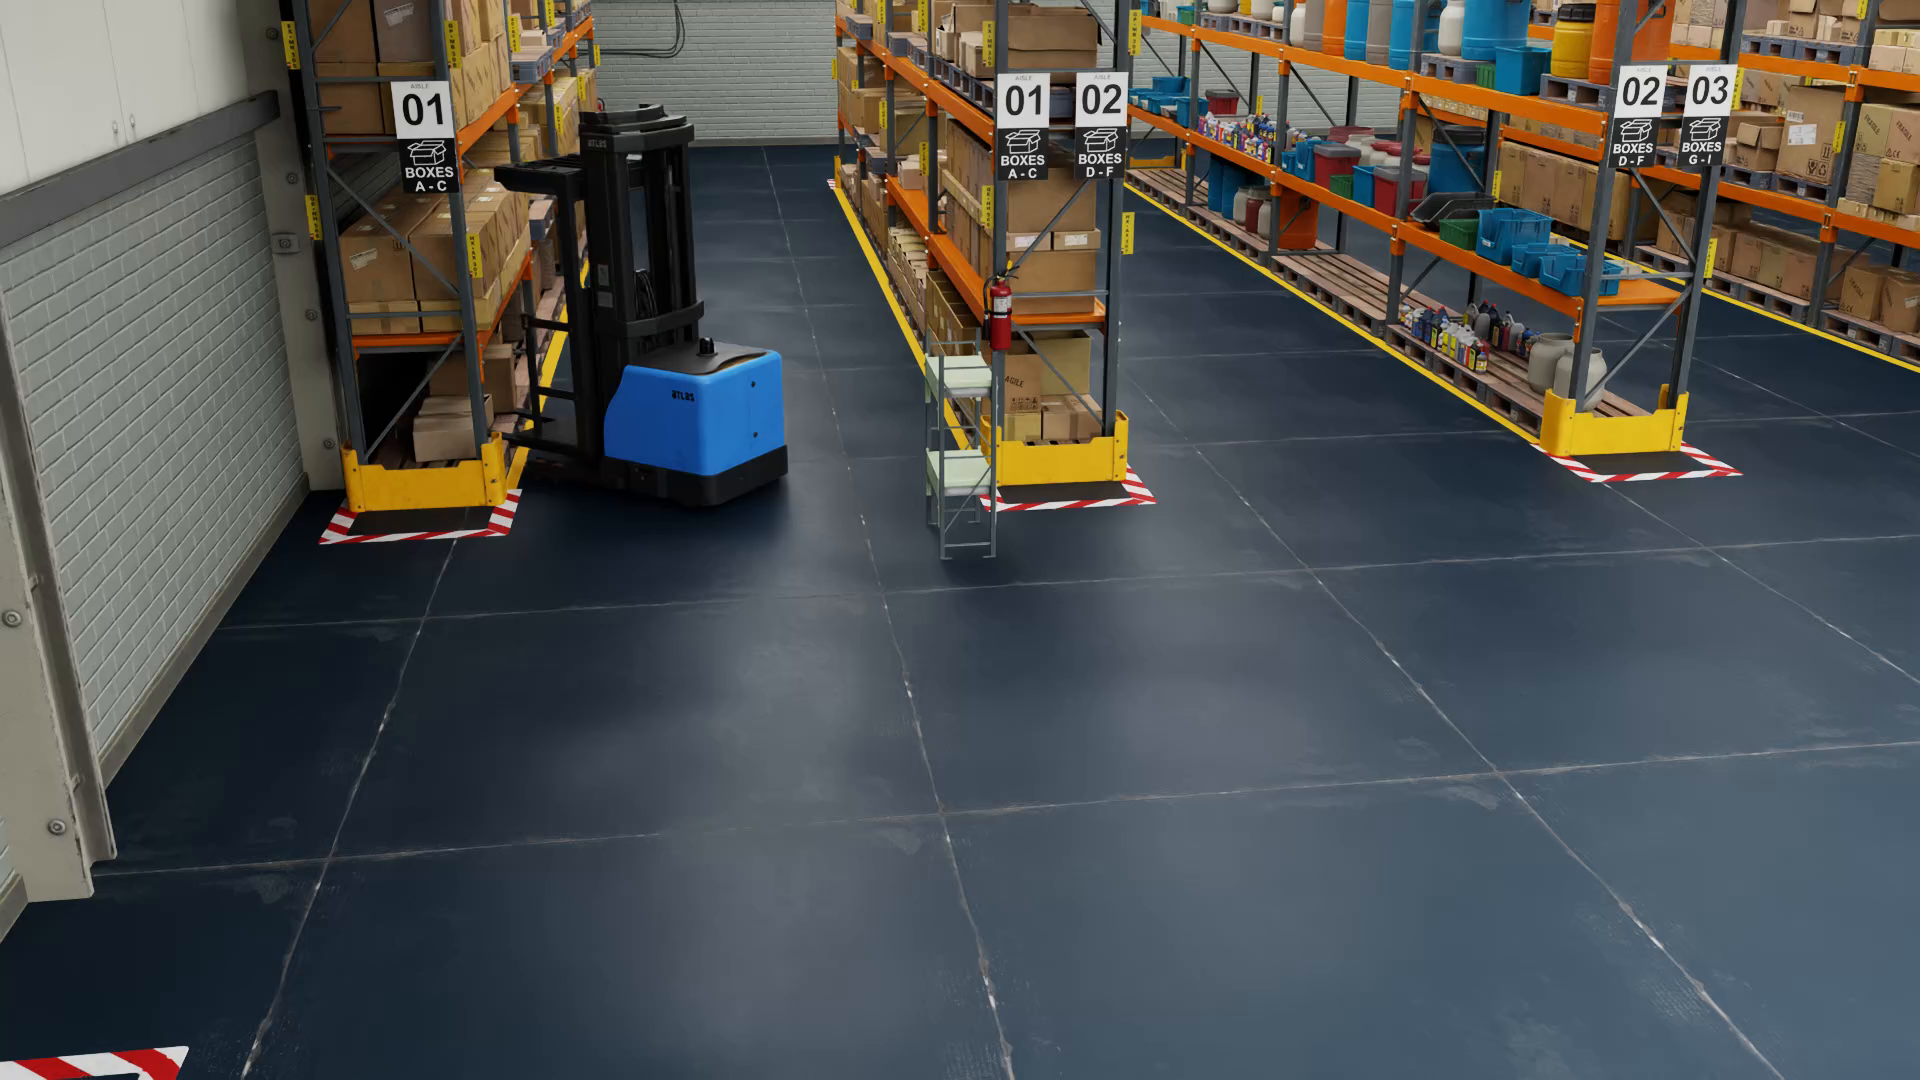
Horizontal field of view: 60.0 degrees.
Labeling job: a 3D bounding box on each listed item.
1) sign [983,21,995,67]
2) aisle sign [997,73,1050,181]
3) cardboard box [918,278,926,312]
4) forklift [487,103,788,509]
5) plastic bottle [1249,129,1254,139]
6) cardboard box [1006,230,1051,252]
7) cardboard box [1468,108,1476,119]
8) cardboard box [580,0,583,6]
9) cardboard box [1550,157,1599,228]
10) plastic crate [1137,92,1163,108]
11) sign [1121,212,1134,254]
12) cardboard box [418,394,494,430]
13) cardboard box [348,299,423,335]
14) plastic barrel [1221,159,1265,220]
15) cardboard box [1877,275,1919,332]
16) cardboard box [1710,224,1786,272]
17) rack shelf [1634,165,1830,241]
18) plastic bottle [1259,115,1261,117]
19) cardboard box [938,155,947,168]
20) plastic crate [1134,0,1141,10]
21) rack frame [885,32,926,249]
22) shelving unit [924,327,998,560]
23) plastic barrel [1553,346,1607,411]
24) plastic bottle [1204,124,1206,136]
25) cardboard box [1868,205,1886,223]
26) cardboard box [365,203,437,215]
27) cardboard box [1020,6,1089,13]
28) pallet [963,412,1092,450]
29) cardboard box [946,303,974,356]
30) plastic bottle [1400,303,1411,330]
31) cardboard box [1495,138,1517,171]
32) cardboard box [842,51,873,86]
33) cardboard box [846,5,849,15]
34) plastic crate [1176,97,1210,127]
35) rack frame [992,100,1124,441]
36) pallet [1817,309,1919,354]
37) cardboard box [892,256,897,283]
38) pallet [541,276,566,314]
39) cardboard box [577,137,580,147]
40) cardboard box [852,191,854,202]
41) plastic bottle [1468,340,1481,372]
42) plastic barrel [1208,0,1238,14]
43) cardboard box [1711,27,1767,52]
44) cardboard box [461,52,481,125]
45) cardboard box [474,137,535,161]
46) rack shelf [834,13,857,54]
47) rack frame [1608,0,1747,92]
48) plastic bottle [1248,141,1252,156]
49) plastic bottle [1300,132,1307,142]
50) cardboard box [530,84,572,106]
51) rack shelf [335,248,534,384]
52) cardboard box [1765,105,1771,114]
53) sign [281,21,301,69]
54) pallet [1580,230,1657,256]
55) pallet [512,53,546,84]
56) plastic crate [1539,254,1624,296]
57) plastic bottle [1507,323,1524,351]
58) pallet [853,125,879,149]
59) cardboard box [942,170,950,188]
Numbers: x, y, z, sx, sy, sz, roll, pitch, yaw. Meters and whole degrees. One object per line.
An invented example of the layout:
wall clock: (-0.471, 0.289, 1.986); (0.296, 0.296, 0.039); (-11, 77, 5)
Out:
sign: (0.219, -3.689, 12.367); (0.100, 0.325, 0.005); (-3, 21, -8)
aisle sign: (0.476, -3.109, 12.538); (0.394, 0.787, 0.004); (-3, 21, -8)
cardboard box: (-0.161, -2.611, 17.448); (0.500, 0.311, 0.500); (-3, 21, -8)
forklift: (-2.926, -1.977, 13.320); (3.031, 2.935, 1.130); (12, 23, 28)
plastic bottle: (3.977, -5.478, 22.763); (0.061, 0.283, 0.133); (-3, 21, -8)
cardboard box: (0.514, -2.402, 13.291); (0.380, 0.149, 0.250); (-3, 21, -9)
cardboard box: (8.352, -6.820, 26.549); (0.380, 0.149, 0.250); (-3, 21, -7)
cardboard box: (-5.853, -8.018, 24.581); (0.500, 0.250, 0.500); (-3, 21, -9)
cardboard box: (9.208, -4.948, 23.612); (1.225, 0.875, 0.875); (-3, 21, -8)
plastic crate: (3.158, -7.337, 27.726); (0.416, 0.233, 0.300); (-3, 21, -8)
sign: (1.308, -2.397, 12.998); (0.100, 0.325, 0.005); (-3, 21, -8)
cardboard box: (-4.237, -1.066, 13.997); (0.500, 0.311, 0.500); (-1, 21, -3)
cardboard box: (-4.403, -1.769, 12.851); (0.500, 0.250, 0.500); (-3, 21, -7)
plastic barrel: (4.094, -5.112, 24.014); (0.600, 0.901, 0.708); (-3, 21, -8)
cardboard box: (10.093, -2.500, 17.594); (0.500, 0.500, 0.500); (4, 21, 9)
cardboard box: (9.705, -3.614, 20.549); (0.700, 0.500, 0.500); (-1, 21, -3)
rack shelf: (9.696, -4.168, 20.116); (1.077, 0.370, 4.000); (-3, 21, -8)
plastic bottle: (4.385, -6.080, 24.374); (0.061, 0.283, 0.133); (-3, 21, -8)
cardboard box: (-0.062, -3.983, 18.451); (0.500, 0.500, 0.500); (-3, 21, -8)
plastic crate: (3.133, -8.914, 27.695); (0.497, 0.269, 0.590); (-3, 21, -8)
rack frame: (-0.396, -4.699, 20.510); (1.000, 3.000, 0.127); (-3, 21, -8)
shelving unit: (0.001, -0.700, 11.948); (0.431, 1.500, 0.755); (-3, 21, -8)
plastic barrel: (5.489, -1.433, 14.721); (0.421, 0.512, 0.421); (0, 20, 0)
plastic bottle: (3.615, -6.005, 24.292); (0.097, 0.201, 0.097); (0, 20, 0)
cardboard box: (9.804, -3.433, 17.478); (0.380, 0.149, 0.250); (-3, 21, -8)
cardboard box: (-4.564, -2.474, 13.668); (0.500, 0.500, 0.500); (-3, 21, -9)
cardboard box: (0.789, -4.232, 14.030); (0.500, 0.500, 0.500); (-3, 21, -8)
pallet: (0.606, -0.885, 14.285); (1.003, 0.211, 1.213); (-3, 21, -8)
cardboard box: (0.156, -1.878, 15.216); (0.500, 0.500, 0.500); (-3, 21, -8)
plastic bottle: (4.695, -2.358, 17.513); (0.097, 0.271, 0.097); (0, 20, 0)
cardboard box: (8.815, -6.016, 26.473); (0.875, 0.875, 0.875); (-3, 21, -8)
cardboard box: (-1.596, -7.463, 26.338); (0.500, 0.500, 0.500); (-3, 21, -7)
cardboard box: (-1.448, -7.920, 25.061); (0.500, 0.250, 0.500); (-3, 21, -8)
plastic crate: (3.525, -6.497, 25.262); (0.392, 0.384, 0.575); (-3, 21, -8)
rack frame: (0.758, -1.929, 13.094); (1.000, 3.000, 0.127); (-3, 21, -8)
pallet: (10.116, -2.275, 18.006); (1.003, 0.211, 1.213); (-3, 21, -8)
cardboard box: (-0.537, -3.237, 19.926); (0.500, 0.250, 0.500); (-3, 21, -9)
pallet: (-5.186, -2.871, 19.601); (1.003, 0.211, 1.213); (-3, 21, -8)
cardboard box: (-5.485, -5.535, 23.080); (0.380, 0.149, 0.250); (-3, 21, -7)
cardboard box: (-1.448, -5.264, 25.469); (0.380, 0.149, 0.250); (-3, 21, -8)
plastic bottle: (4.926, -1.764, 15.906); (0.061, 0.283, 0.133); (-2, 21, -6)
plastic barrel: (3.758, -7.803, 23.739); (0.433, 0.535, 0.433); (0, 20, 0)
cardboard box: (9.381, -6.001, 19.924); (0.500, 0.250, 0.500); (-2, 21, -7)
cardboard box: (-3.987, -3.455, 12.722); (0.500, 0.500, 0.500); (-2, 21, -4)
cardboard box: (-5.018, -4.108, 18.156); (0.700, 0.500, 0.500); (-3, 21, -8)
rack shelf: (-1.261, -7.844, 25.673); (1.077, 0.370, 4.000); (-3, 21, -8)
rack frame: (5.660, -4.988, 12.709); (1.000, 3.000, 0.127); (-3, 21, -8)
plastic bottle: (3.924, -5.262, 22.302); (0.097, 0.201, 0.097); (0, 20, 0)
plastic bottle: (4.655, -5.381, 22.520); (0.097, 0.271, 0.097); (0, 20, 0)
cardboard box: (-5.415, -5.876, 21.994); (0.500, 0.250, 0.500); (-3, 21, -7)
rack shelf: (-4.432, -2.033, 14.401); (1.077, 0.370, 4.000); (-3, 21, -8)
cardboard box: (13.387, -7.039, 27.133); (0.380, 0.149, 0.250); (-3, 21, -9)
sign: (-4.696, -3.477, 11.685); (0.100, 0.325, 0.005); (-3, 21, -8)
pallet: (9.369, -4.168, 23.073); (1.003, 0.211, 1.213); (-3, 21, -8)
pallet: (-4.704, -4.599, 16.224); (1.213, 0.211, 1.003); (-3, 21, -8)
plastic crate: (5.292, -2.266, 14.209); (0.499, 0.251, 0.616); (-3, 21, -8)
plastic bottle: (5.555, -2.049, 16.680); (0.152, 0.276, 0.135); (-3, 21, -7)
pallet: (-0.965, -5.712, 23.496); (1.003, 0.211, 1.213); (-3, 21, -8)
cardboard box: (0.028, -3.562, 16.395); (0.380, 0.149, 0.250); (-3, 21, -8)
